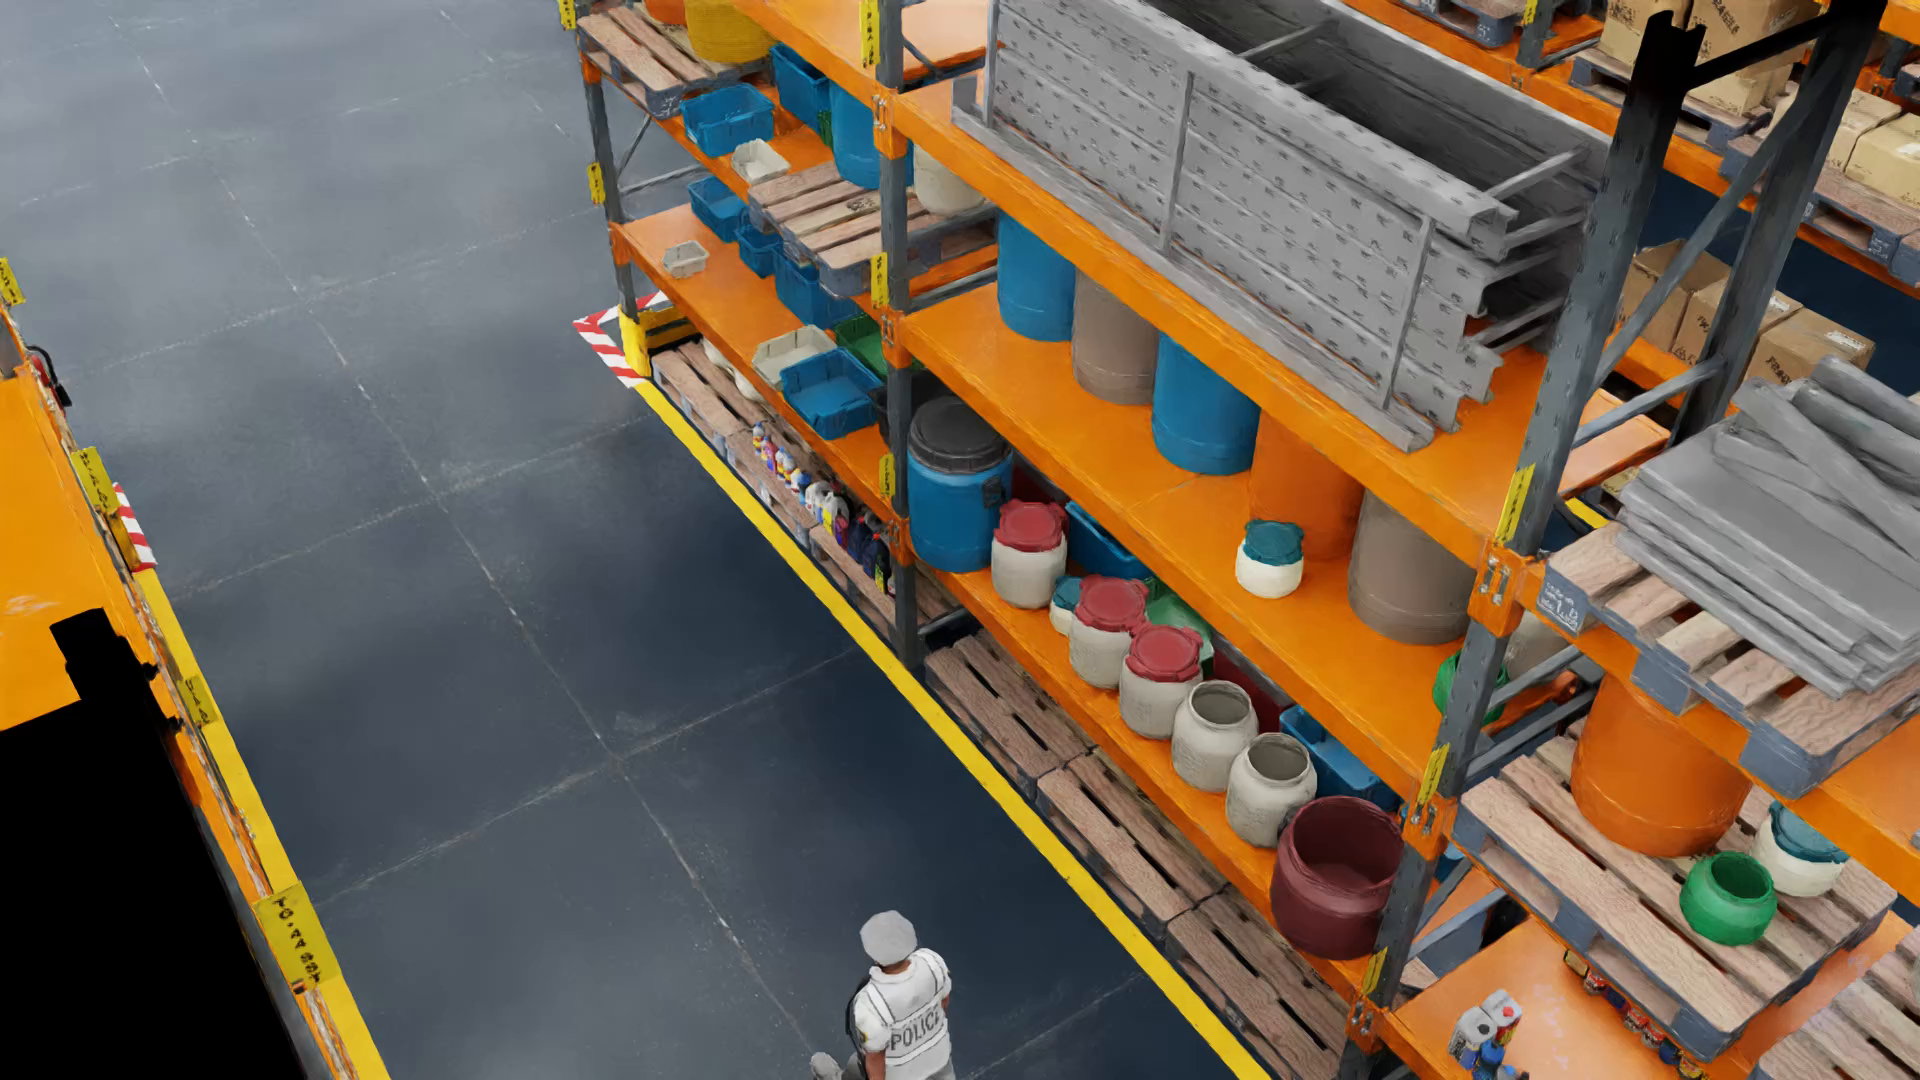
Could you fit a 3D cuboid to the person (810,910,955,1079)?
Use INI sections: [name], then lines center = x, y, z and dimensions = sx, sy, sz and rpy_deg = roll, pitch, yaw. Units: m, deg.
[person]
center = -0.287, 2.365, 7.922
dimensions = 0.547, 1.672, 1.115
rpy_deg = -26, 49, -25
